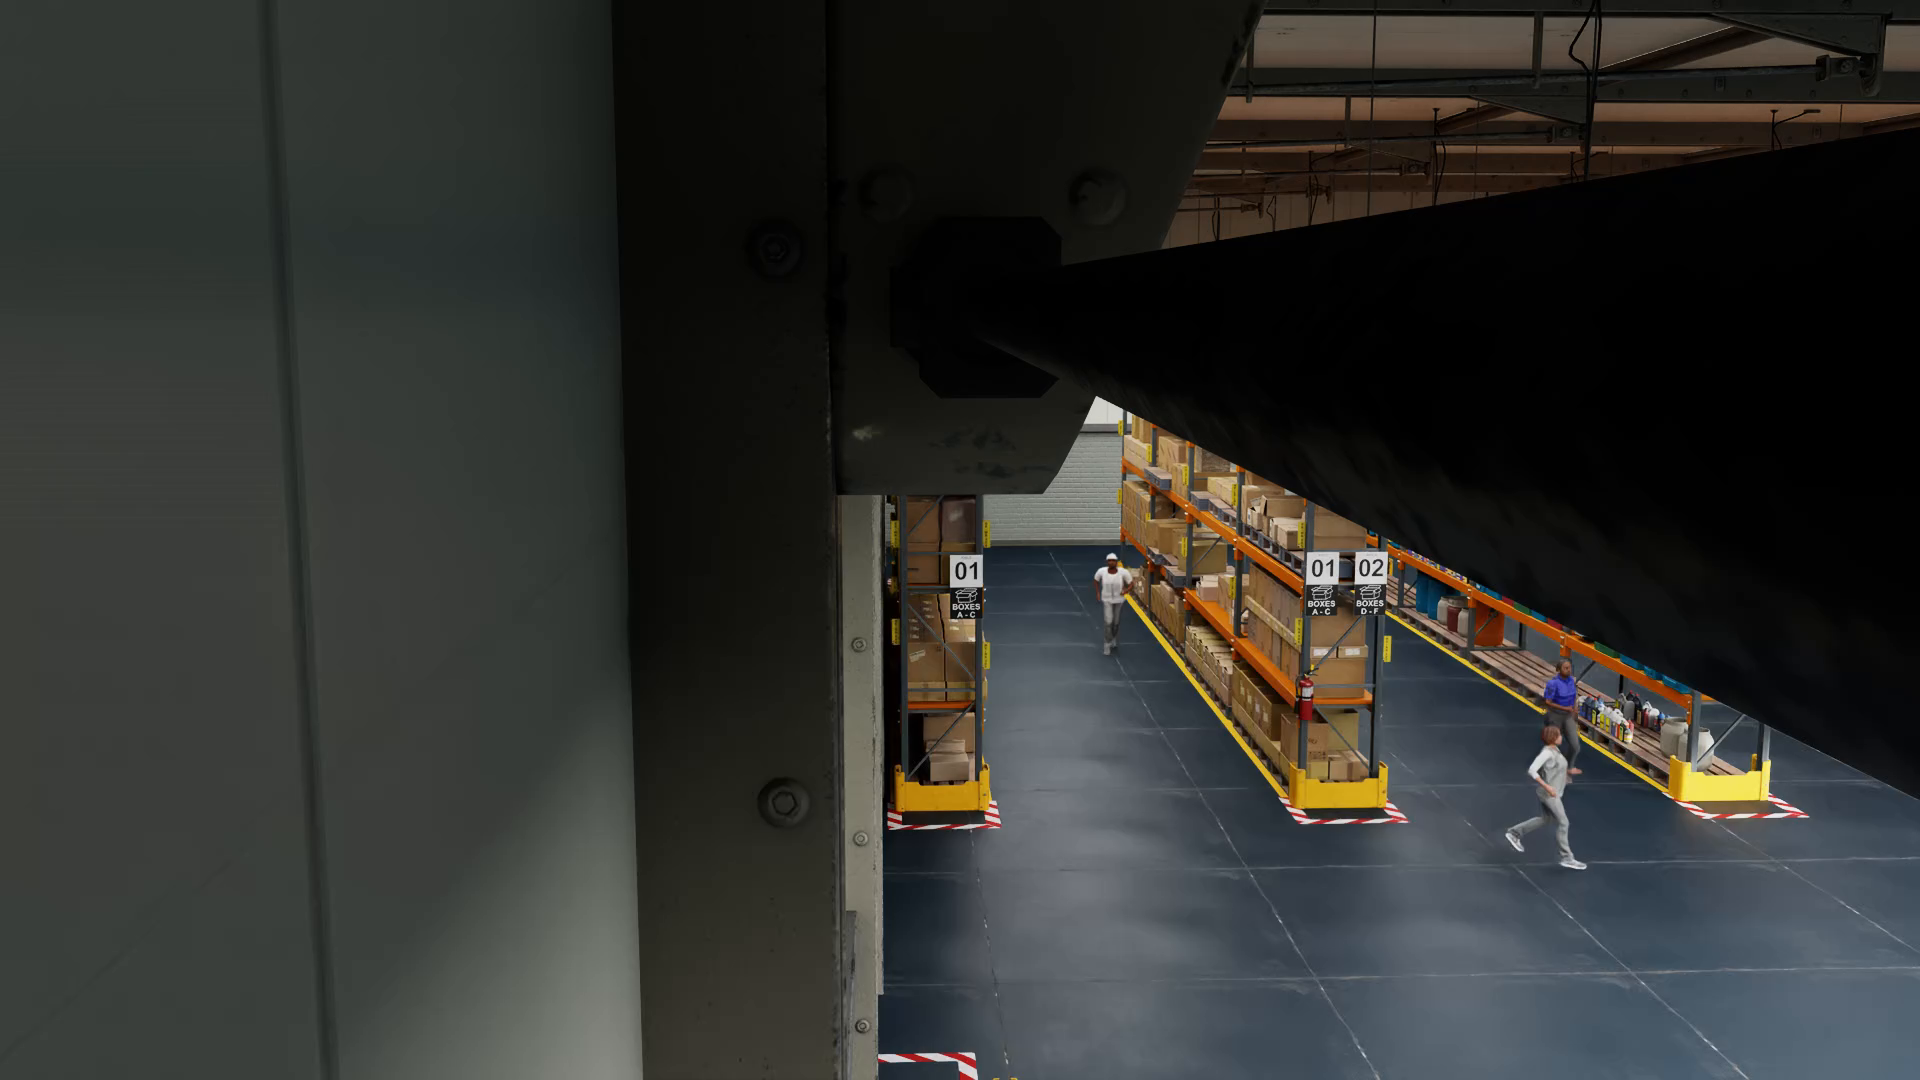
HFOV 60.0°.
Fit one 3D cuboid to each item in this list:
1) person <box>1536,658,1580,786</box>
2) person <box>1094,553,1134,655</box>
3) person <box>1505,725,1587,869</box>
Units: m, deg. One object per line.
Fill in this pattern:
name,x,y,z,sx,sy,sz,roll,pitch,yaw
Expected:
person,7.799,2.375,21.552,0.597,1.723,0.723,-3,9,-18
person,2.735,1.120,29.585,0.704,1.835,0.745,0,8,3
person,6.526,2.825,18.447,0.886,1.578,0.541,4,9,24
